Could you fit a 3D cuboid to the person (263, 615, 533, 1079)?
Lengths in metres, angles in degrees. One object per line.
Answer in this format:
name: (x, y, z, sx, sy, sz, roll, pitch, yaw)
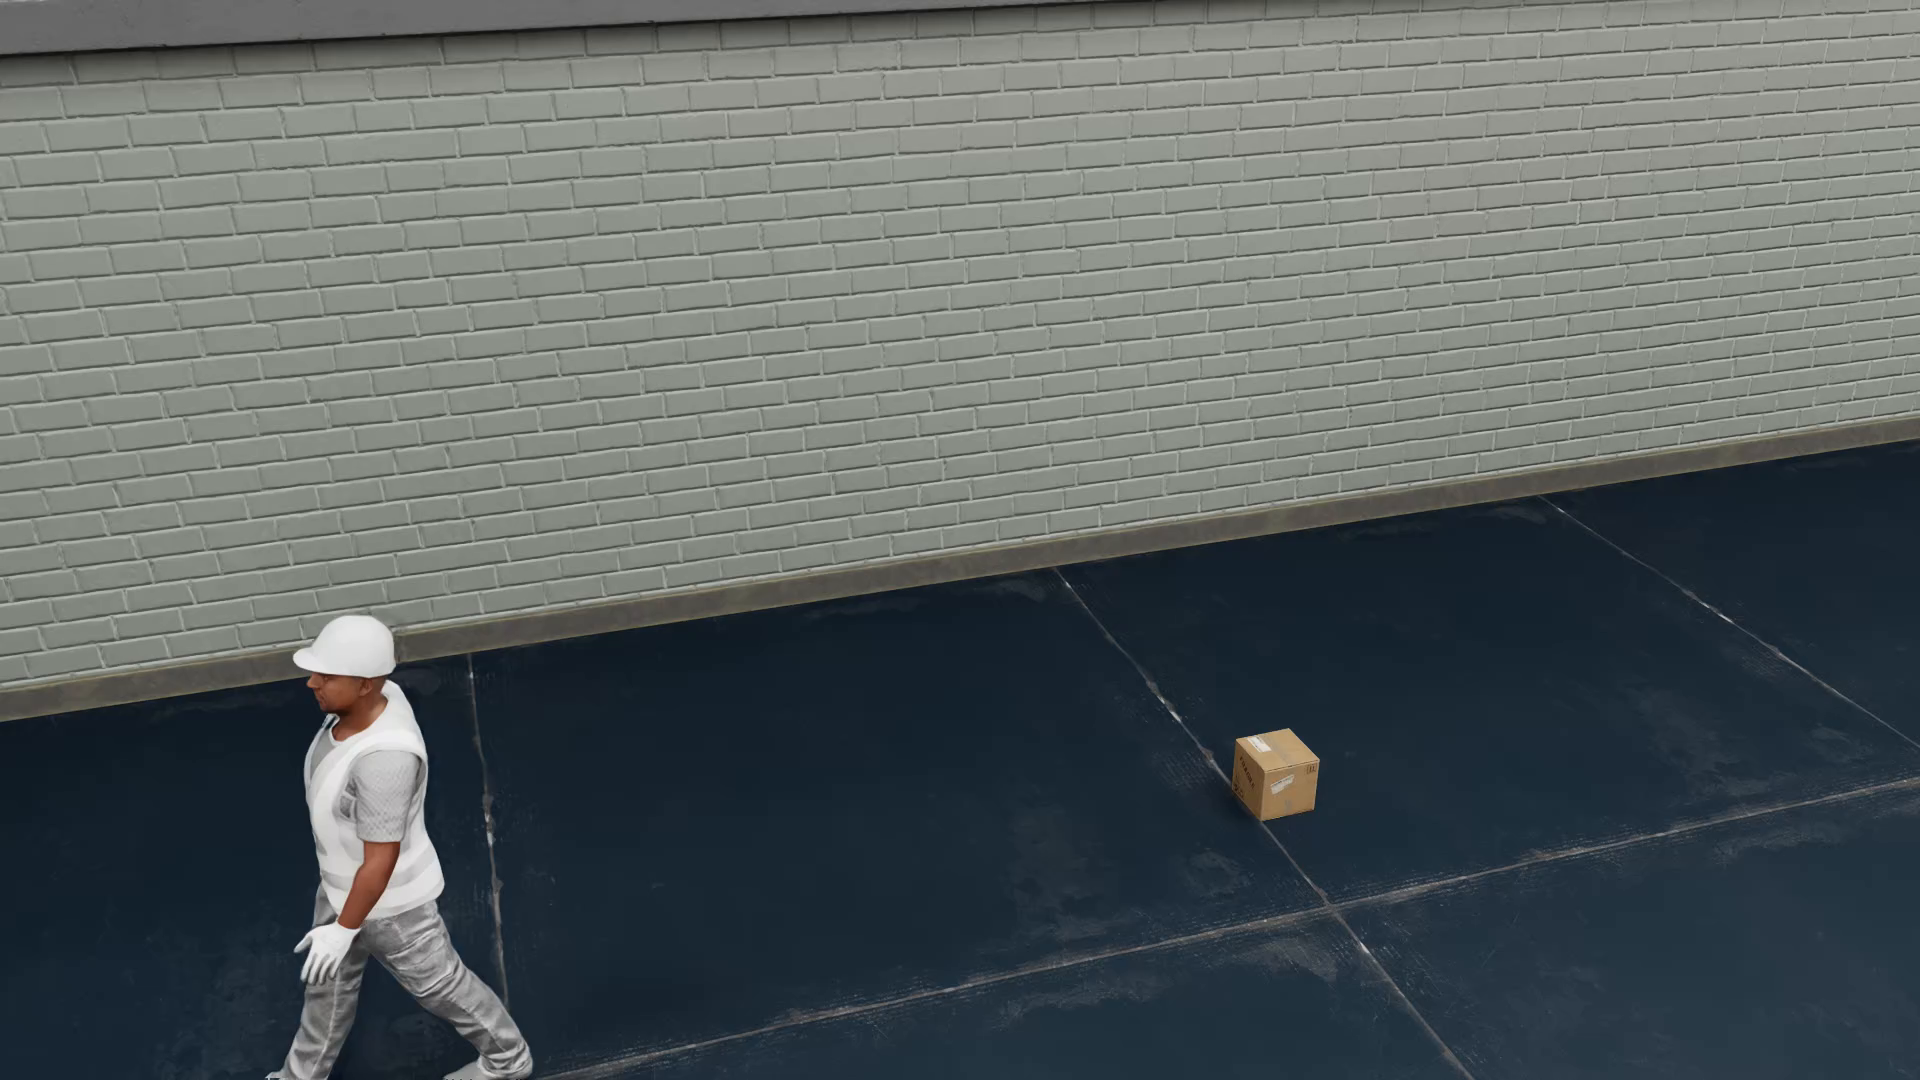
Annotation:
person: (-1.842, 1.040, 4.926, 0.951, 1.737, 0.580, -14, 29, -26)
